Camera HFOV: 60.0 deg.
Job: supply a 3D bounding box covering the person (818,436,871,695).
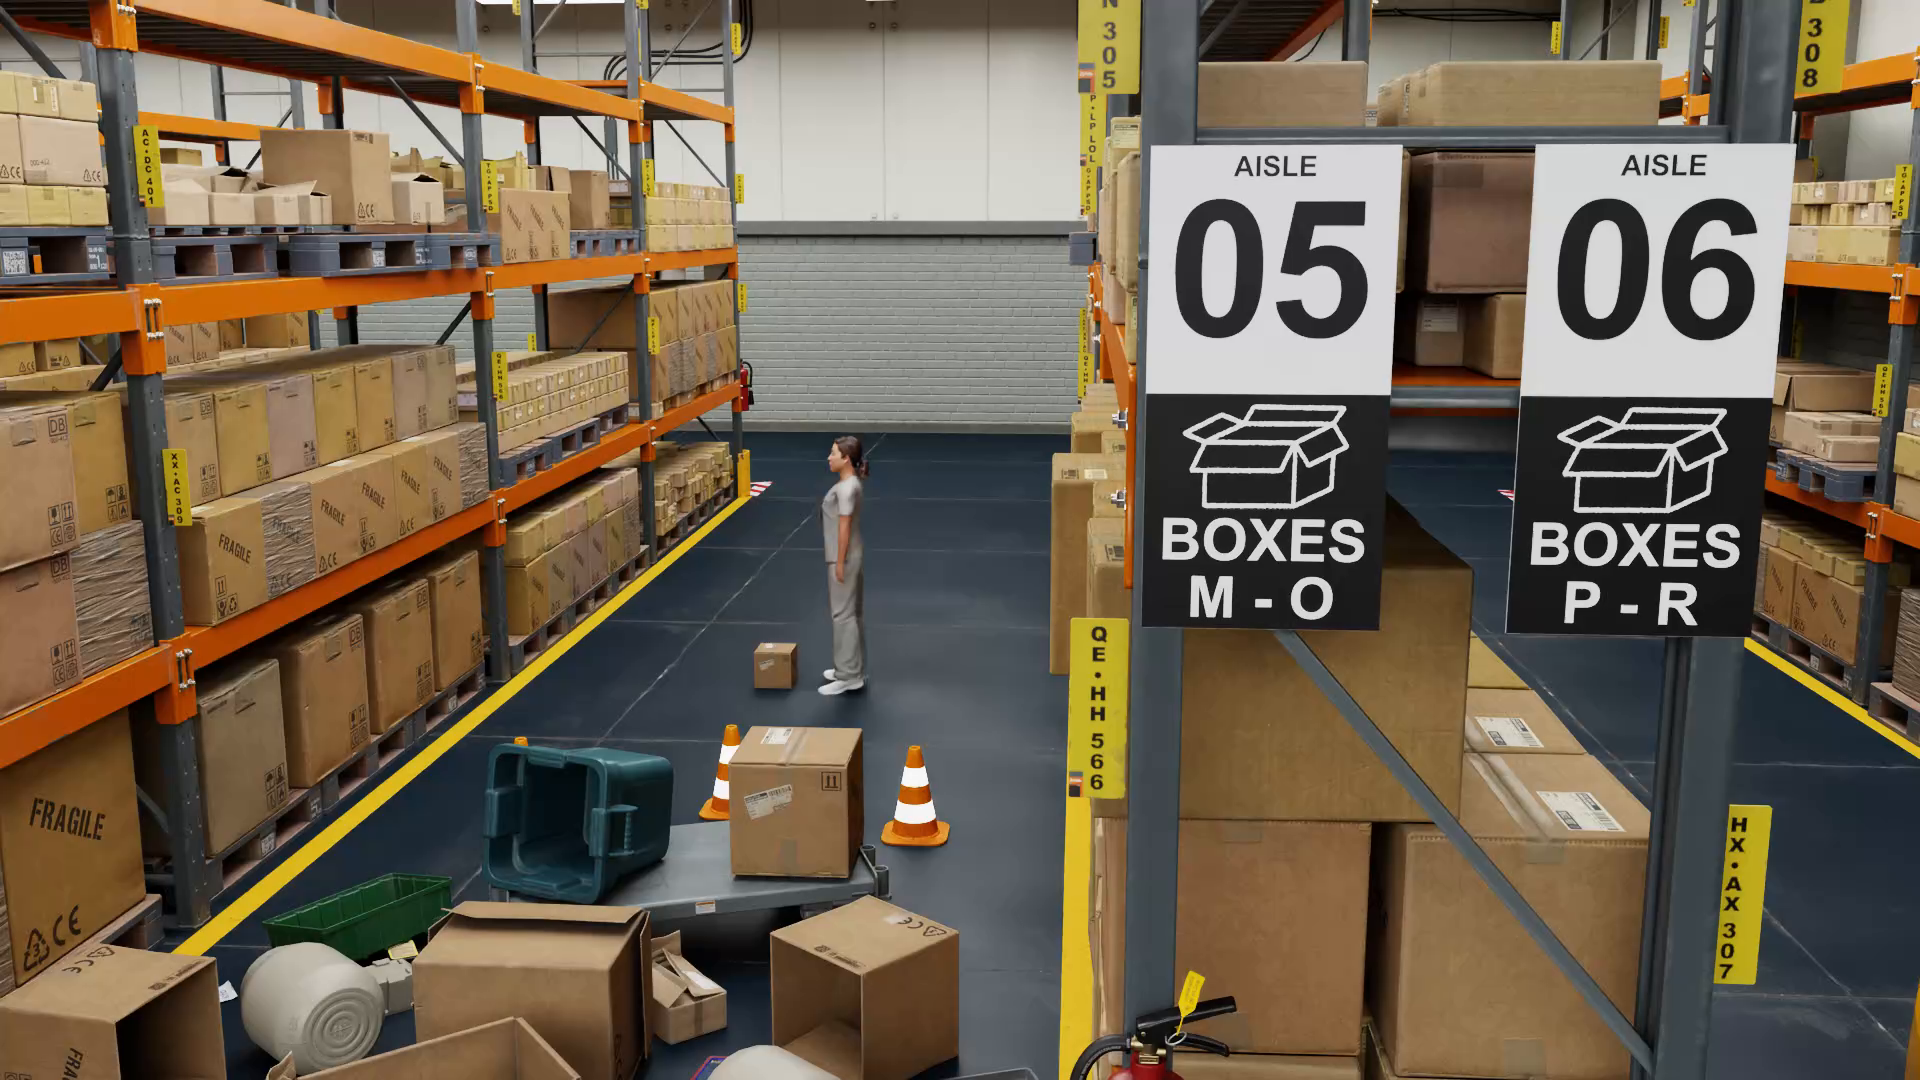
[{"bbox_3d":[-0.758,0.158,11.083,0.351,1.699,0.473,1,11,4],"label":"person"}]
